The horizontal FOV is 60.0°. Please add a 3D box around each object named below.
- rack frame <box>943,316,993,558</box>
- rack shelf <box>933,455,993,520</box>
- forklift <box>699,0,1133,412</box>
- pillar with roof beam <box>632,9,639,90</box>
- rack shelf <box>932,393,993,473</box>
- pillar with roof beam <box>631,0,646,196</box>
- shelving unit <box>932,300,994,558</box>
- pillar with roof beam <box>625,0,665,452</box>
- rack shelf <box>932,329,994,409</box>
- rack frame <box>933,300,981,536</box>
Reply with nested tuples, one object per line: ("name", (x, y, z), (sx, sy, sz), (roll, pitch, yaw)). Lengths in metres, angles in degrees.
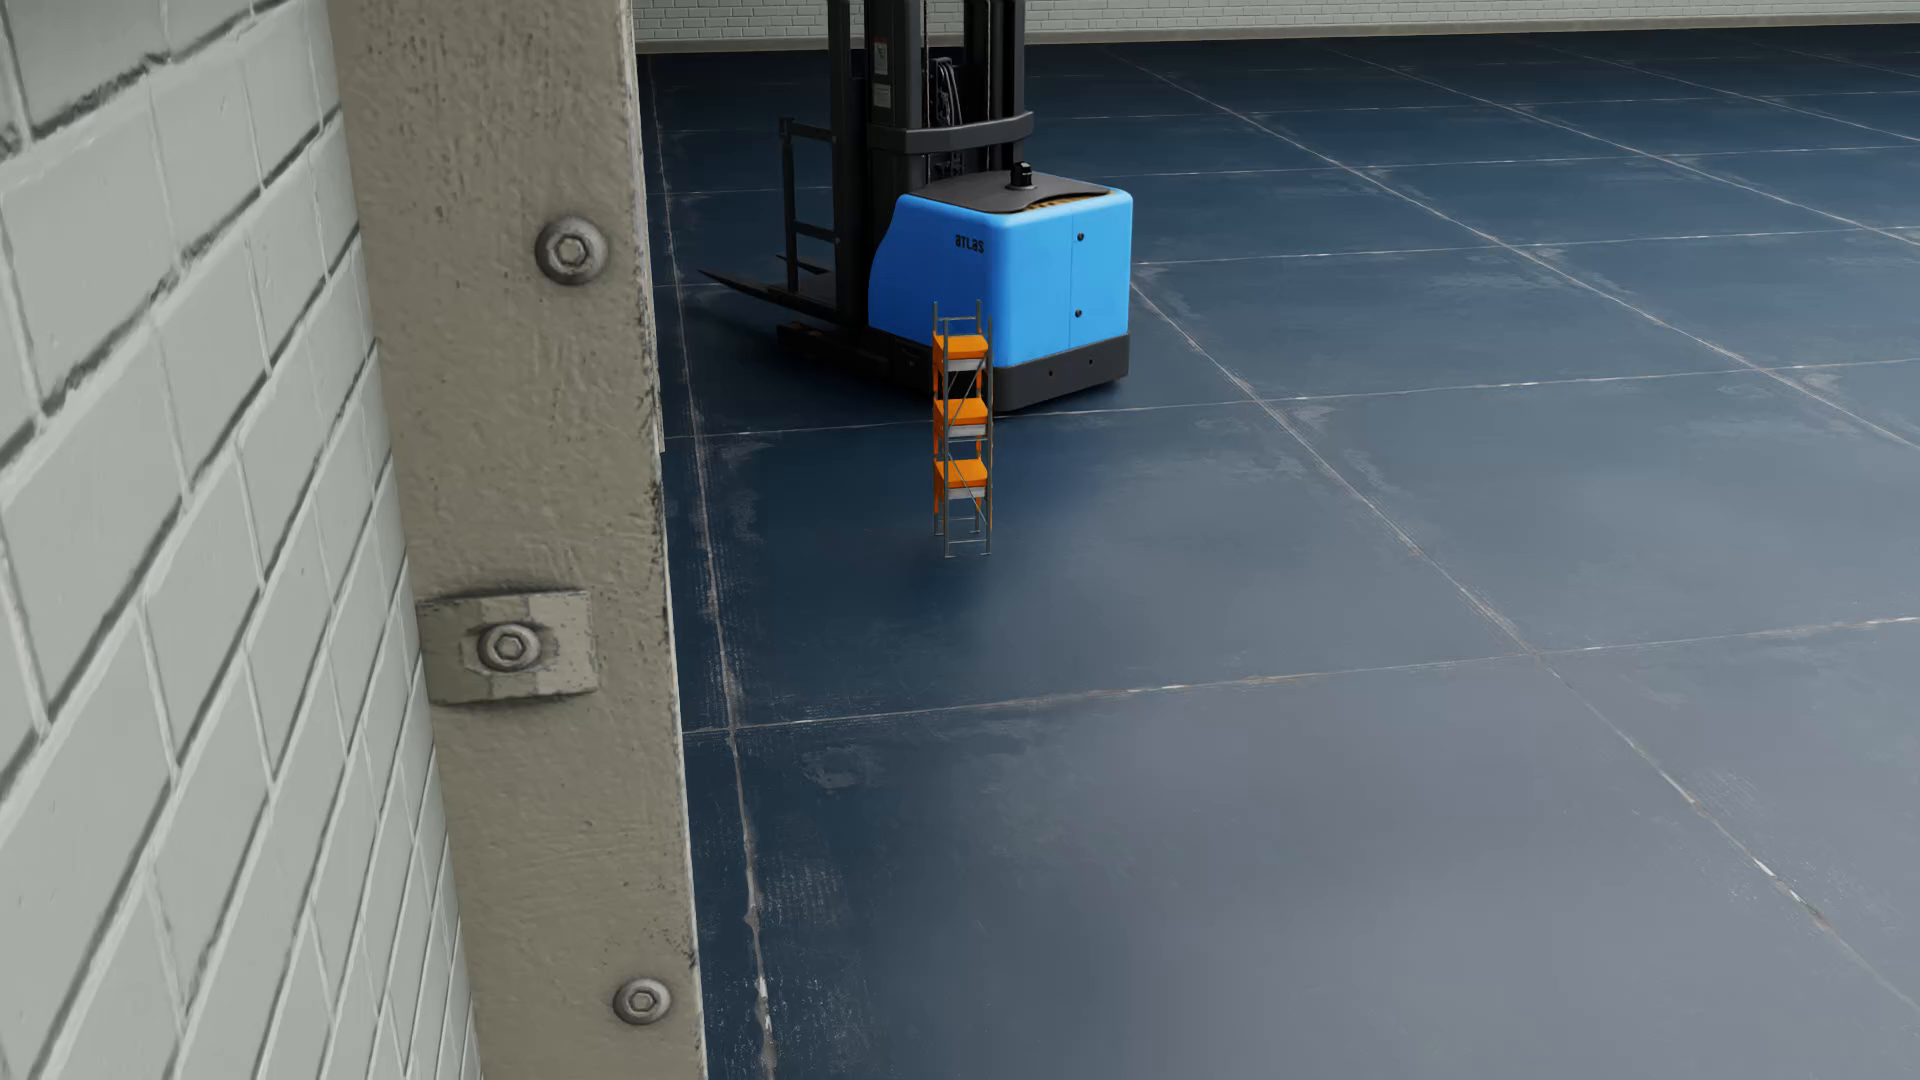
("rack frame", (0.032, -0.412, 6.882), (0.200, 1.050, 0.008), (-4, 24, -10))
("rack shelf", (0.010, -0.196, 7.107), (0.215, 0.259, 0.240), (-4, 24, -10))
("forklift", (-0.423, -2.511, 9.338), (1.130, 2.935, 3.031), (-20, 30, -38))
("pillar with roof beam", (0.357, -9.667, 18.141), (9.100, 9.000, 0.400), (-4, 24, -10))
("rack shelf", (0.010, -0.450, 6.996), (0.215, 0.259, 0.240), (-4, 24, -10))
("pillar with roof beam", (1.467, -7.307, 12.738), (9.100, 9.000, 0.400), (-4, 24, -10))
("shelving unit", (0.010, -0.460, 6.992), (0.215, 1.050, 0.252), (-4, 24, -10))
("pillar with roof beam", (2.576, -4.947, 7.334), (9.100, 9.000, 0.400), (-4, 24, -10))
("rack shelf", (0.010, -0.710, 6.882), (0.215, 0.259, 0.240), (-4, 24, -10))
("rack frame", (-0.013, -0.508, 7.102), (0.200, 1.050, 0.008), (-4, 24, -10))
